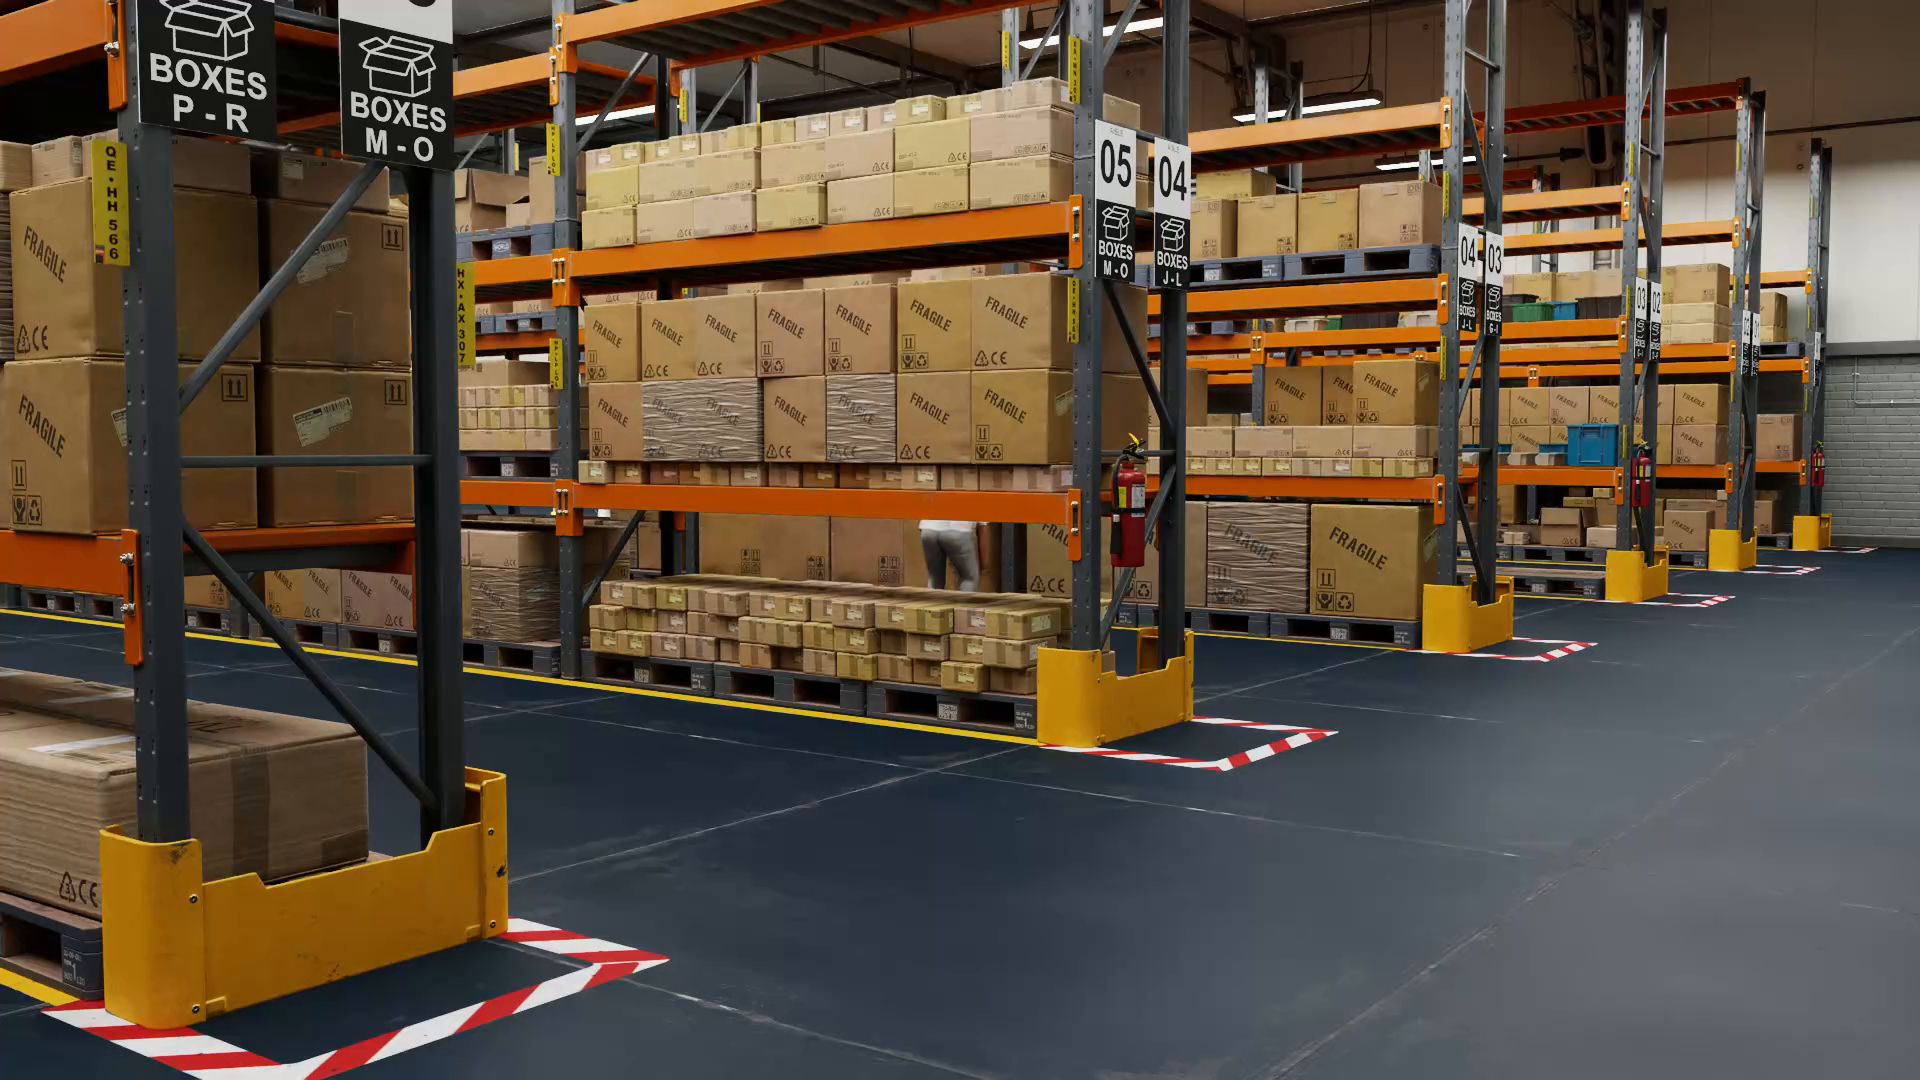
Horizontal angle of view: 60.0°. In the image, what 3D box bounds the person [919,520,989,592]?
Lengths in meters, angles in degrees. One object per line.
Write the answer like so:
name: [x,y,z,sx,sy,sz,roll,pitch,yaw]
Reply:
person: [-0.003,0.083,13.662,0.457,1.390,0.848,2,4,28]
